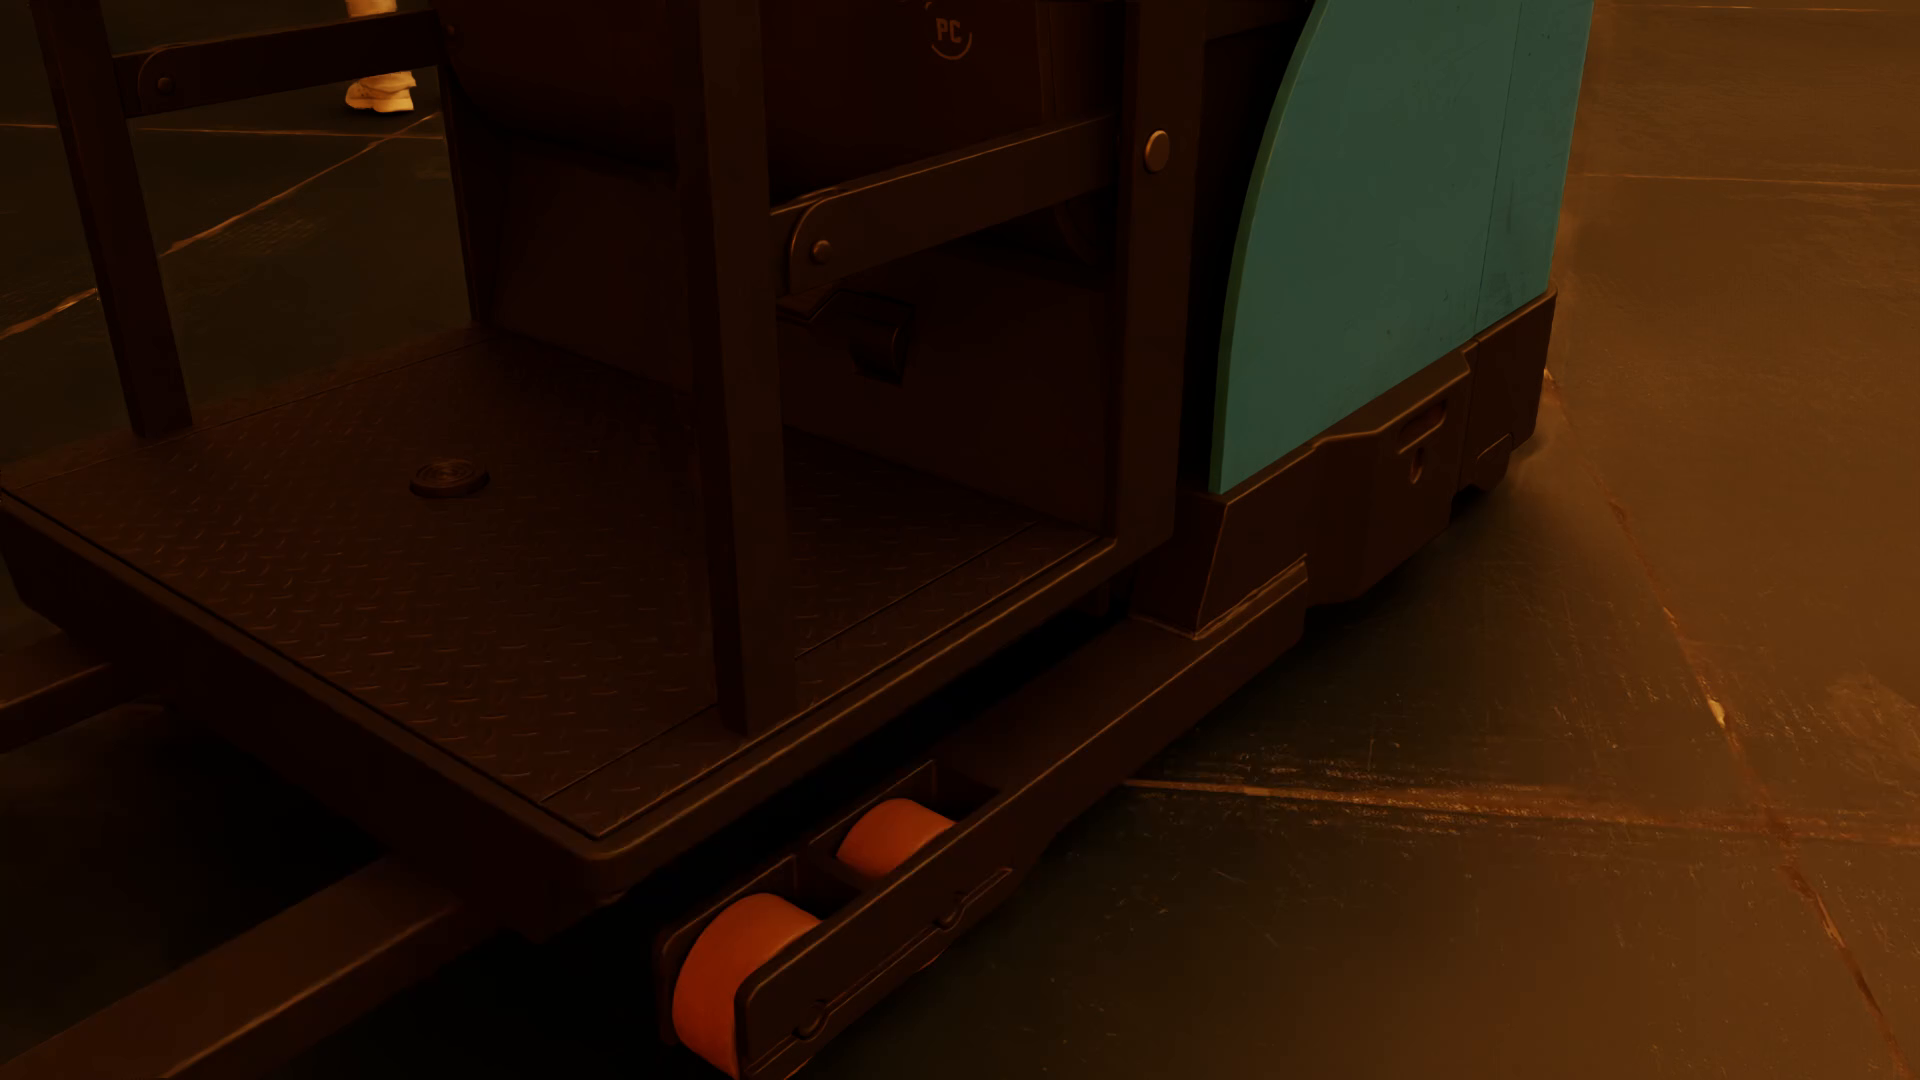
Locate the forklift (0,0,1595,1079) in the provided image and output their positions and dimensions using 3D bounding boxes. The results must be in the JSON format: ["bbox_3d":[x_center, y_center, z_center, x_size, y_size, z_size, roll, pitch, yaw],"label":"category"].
[{"bbox_3d":[-0.385,-1.071,1.363,1.130,2.935,3.031,20,33,34],"label":"forklift"}]

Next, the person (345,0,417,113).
[{"bbox_3d":[-1.706,-2.149,4.828,0.684,1.791,0.507,-13,29,-24],"label":"person"}]
